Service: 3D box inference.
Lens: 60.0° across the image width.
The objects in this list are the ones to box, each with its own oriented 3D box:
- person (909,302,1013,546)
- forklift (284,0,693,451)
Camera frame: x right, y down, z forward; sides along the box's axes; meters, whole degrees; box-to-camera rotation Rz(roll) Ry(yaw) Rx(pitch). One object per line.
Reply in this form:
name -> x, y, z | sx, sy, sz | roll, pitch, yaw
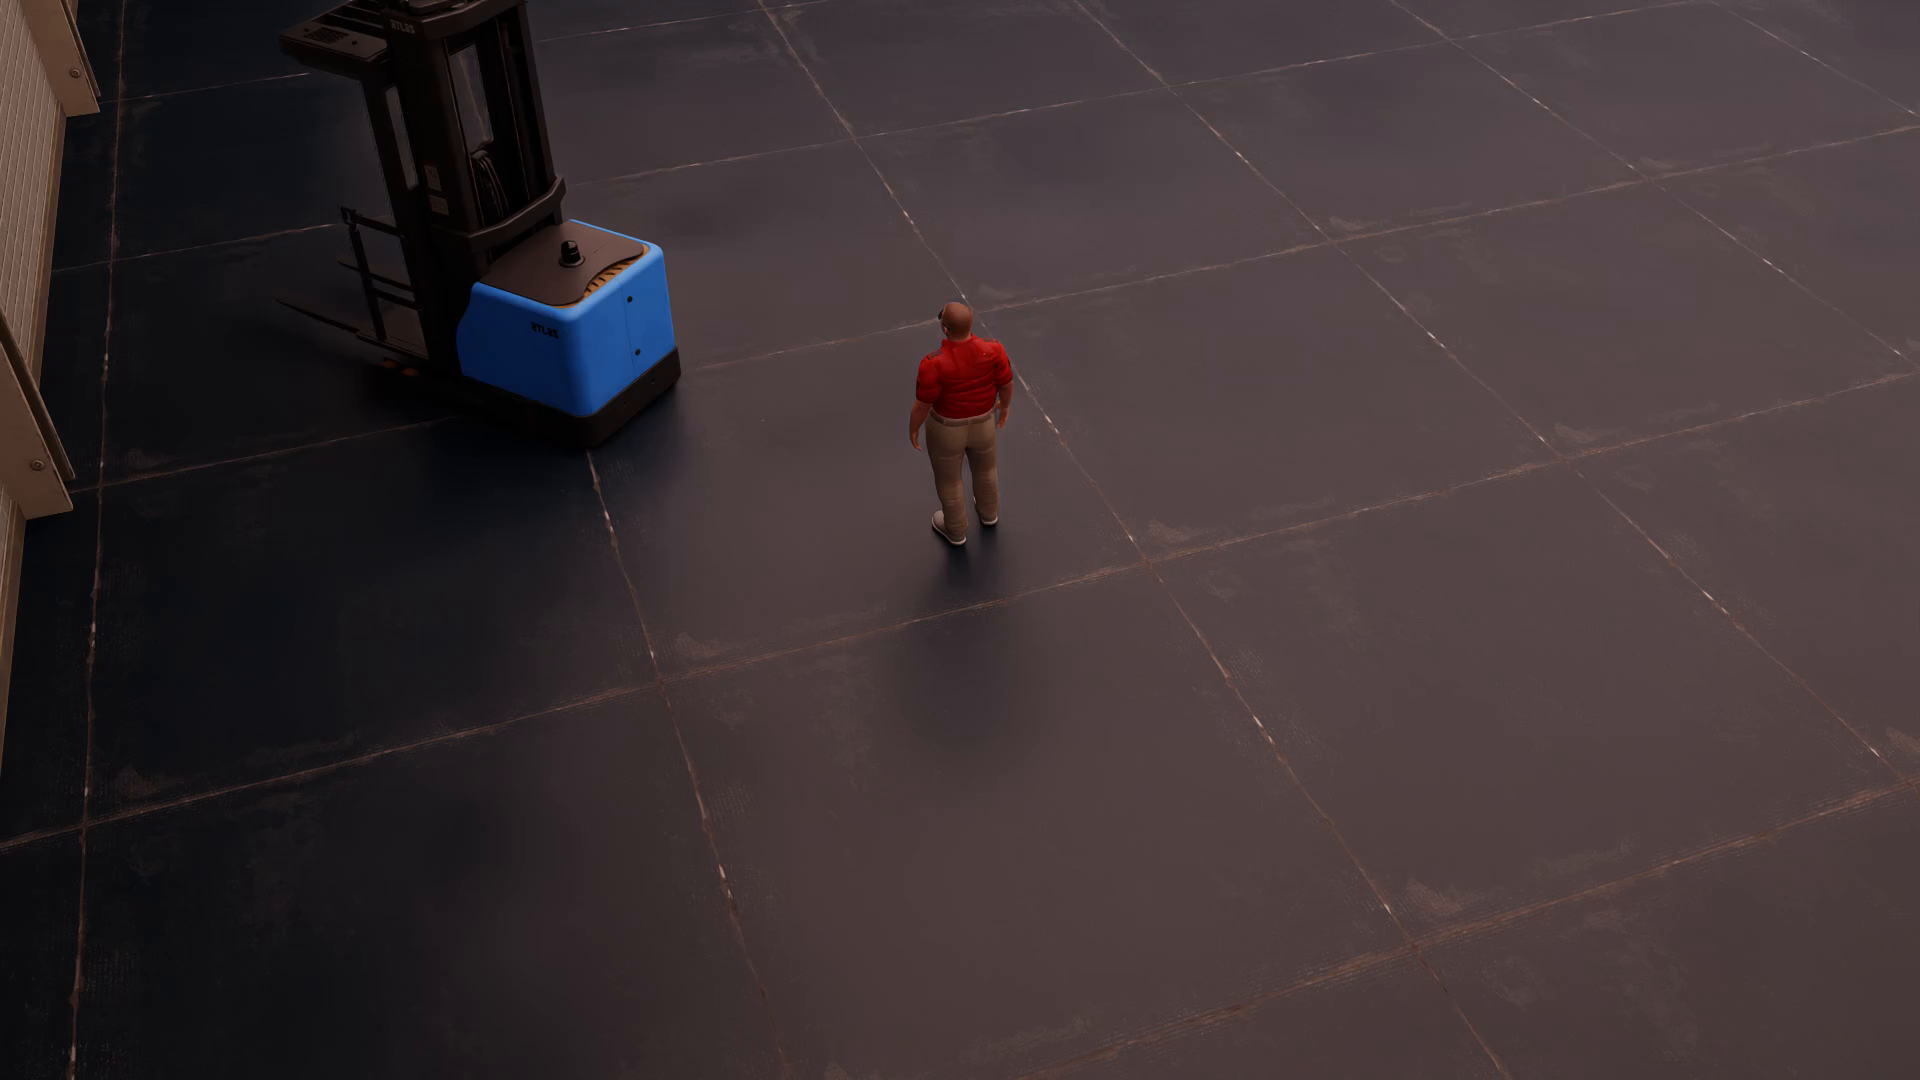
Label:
person -> -0.020, -0.725, 9.782 | 0.641, 1.728, 0.550 | -13, 42, -15
forklift -> -3.386, -2.387, 10.840 | 3.031, 2.935, 1.130 | 20, 44, 22
